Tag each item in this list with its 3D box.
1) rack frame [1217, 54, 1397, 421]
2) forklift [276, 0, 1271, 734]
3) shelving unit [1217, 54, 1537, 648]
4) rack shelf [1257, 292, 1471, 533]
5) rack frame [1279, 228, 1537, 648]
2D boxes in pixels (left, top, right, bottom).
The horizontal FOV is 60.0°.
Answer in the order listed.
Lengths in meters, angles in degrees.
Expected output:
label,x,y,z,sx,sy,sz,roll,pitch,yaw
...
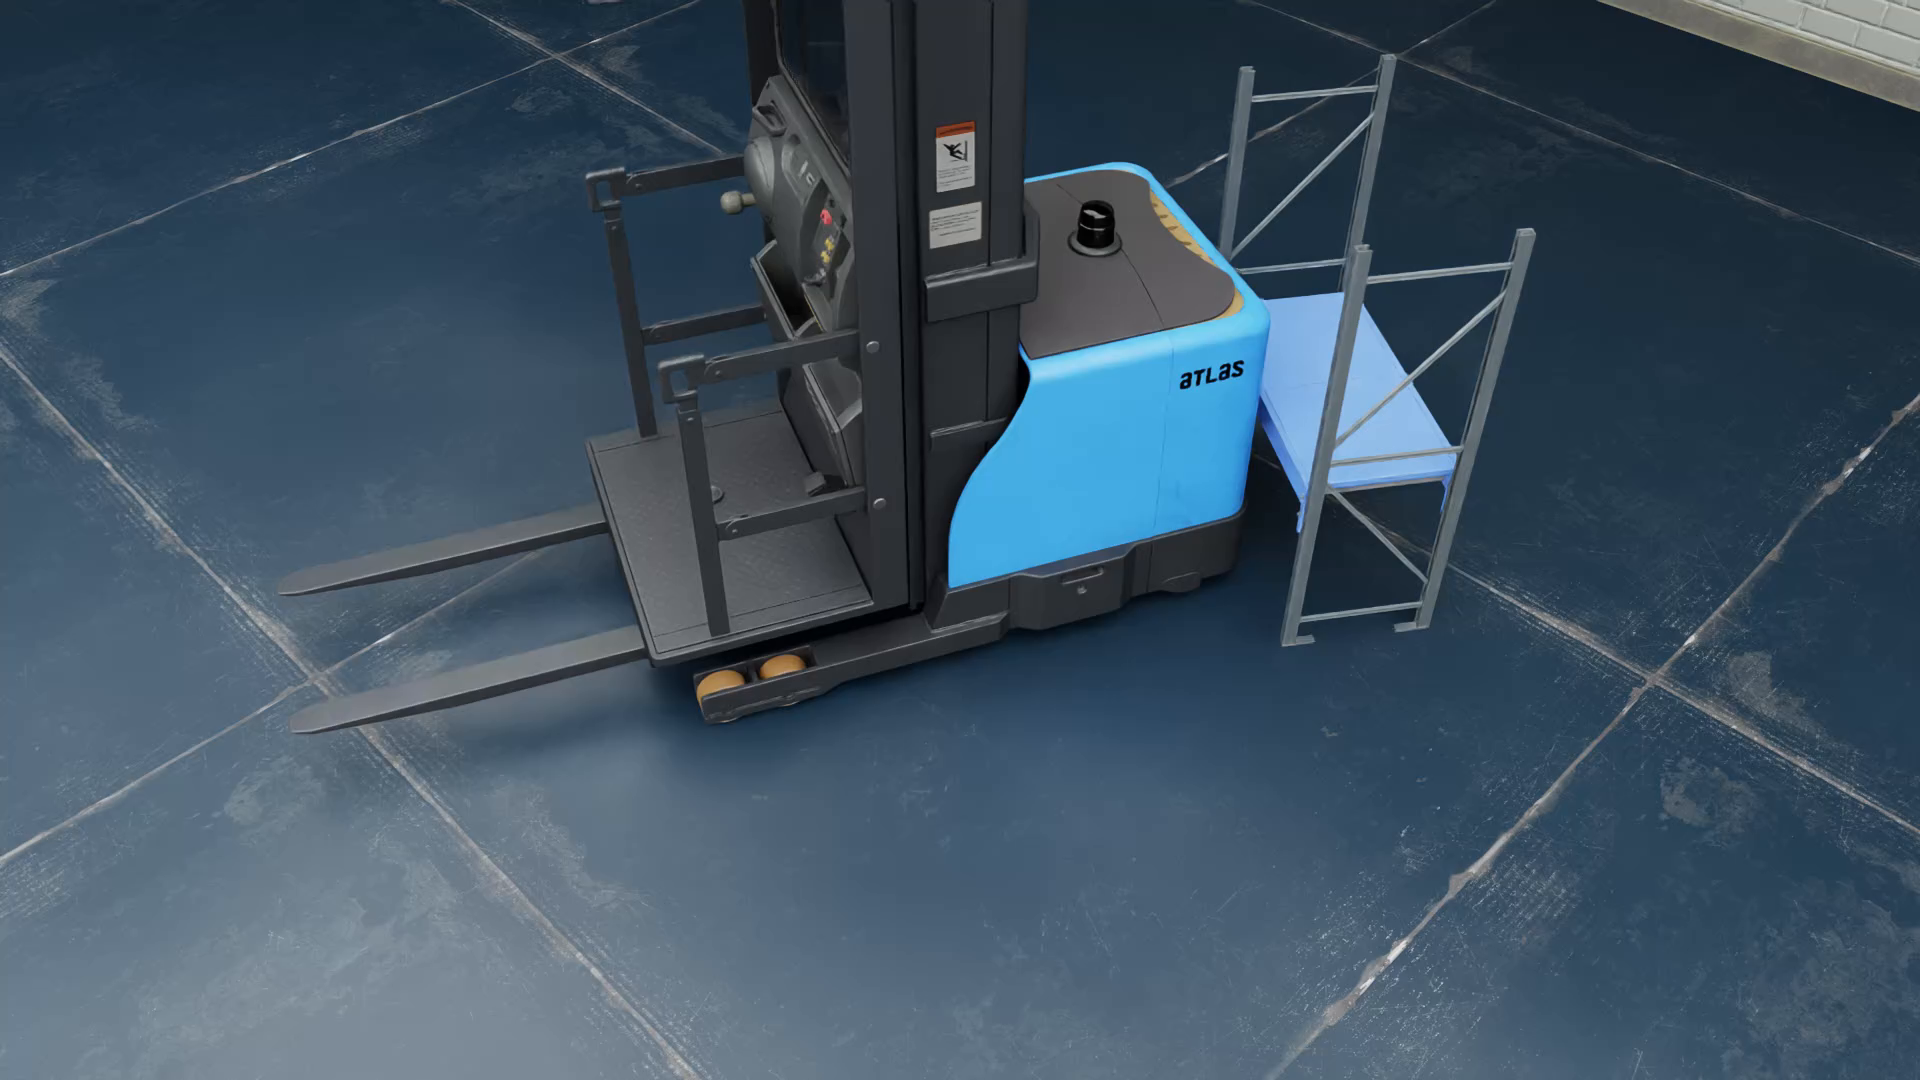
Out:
label,x,y,z,sx,sy,sz,roll,pitch,yaw
rack frame,1.107,-0.923,5.643,0.500,1.500,0.032,-7,43,-7
forklift,-0.633,-0.919,4.585,3.031,2.935,1.130,-14,45,-15
shelving unit,1.196,-0.583,5.276,0.538,1.500,1.048,-7,43,-7
rack shelf,1.196,-0.451,5.398,0.538,0.185,1.000,-7,43,-7
rack frame,1.285,-0.243,4.908,0.500,1.500,0.032,-7,43,-7
